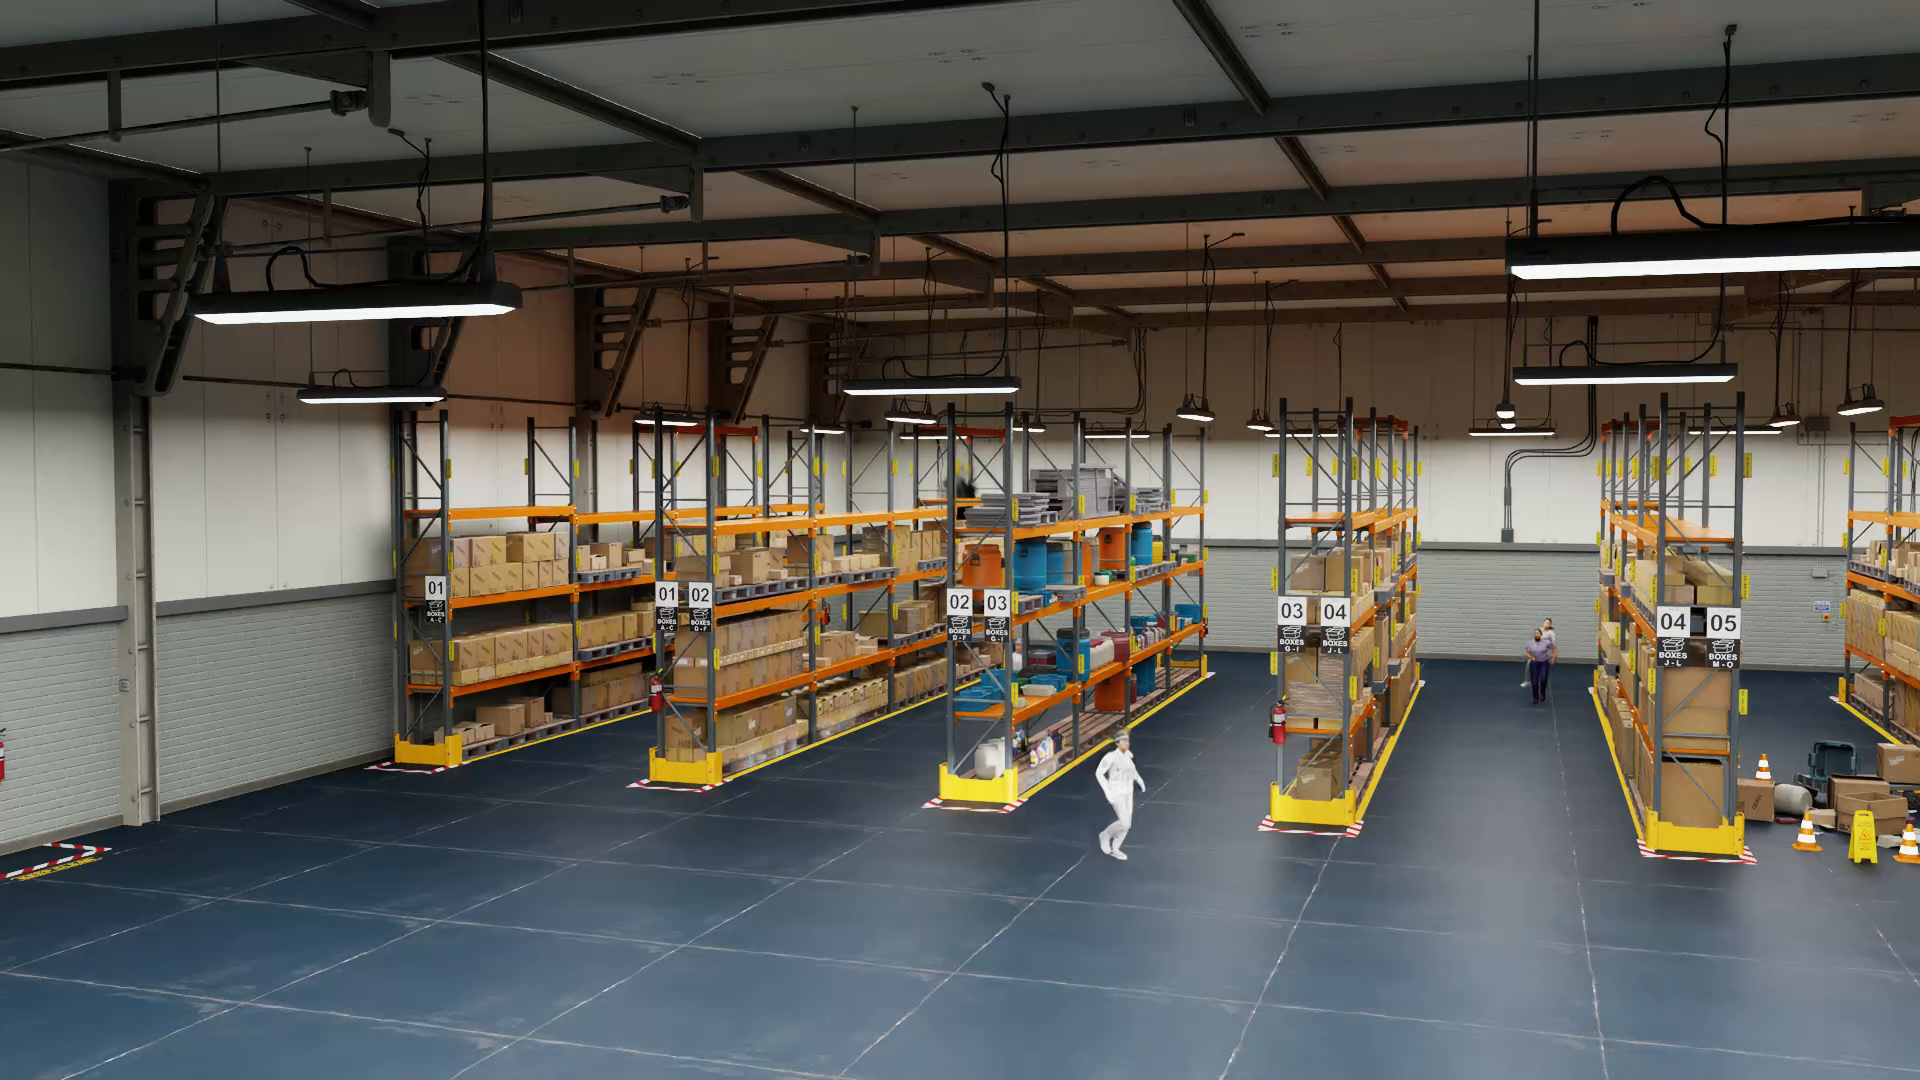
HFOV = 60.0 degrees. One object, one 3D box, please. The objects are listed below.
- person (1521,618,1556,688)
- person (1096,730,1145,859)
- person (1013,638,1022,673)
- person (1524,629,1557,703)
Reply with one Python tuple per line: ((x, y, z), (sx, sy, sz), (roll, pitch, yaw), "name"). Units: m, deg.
((13.233, 2.579, 37.923), (0.646, 1.617, 0.765), (-2, 3, -43), "person")
((2.083, 3.258, 21.344), (0.631, 1.664, 0.539), (-2, 3, -42), "person")
((1.159, 2.757, 32.751), (0.602, 1.655, 0.554), (1, 3, 17), "person")
((12.288, 2.687, 35.238), (0.624, 1.592, 0.753), (1, 3, 27), "person")
